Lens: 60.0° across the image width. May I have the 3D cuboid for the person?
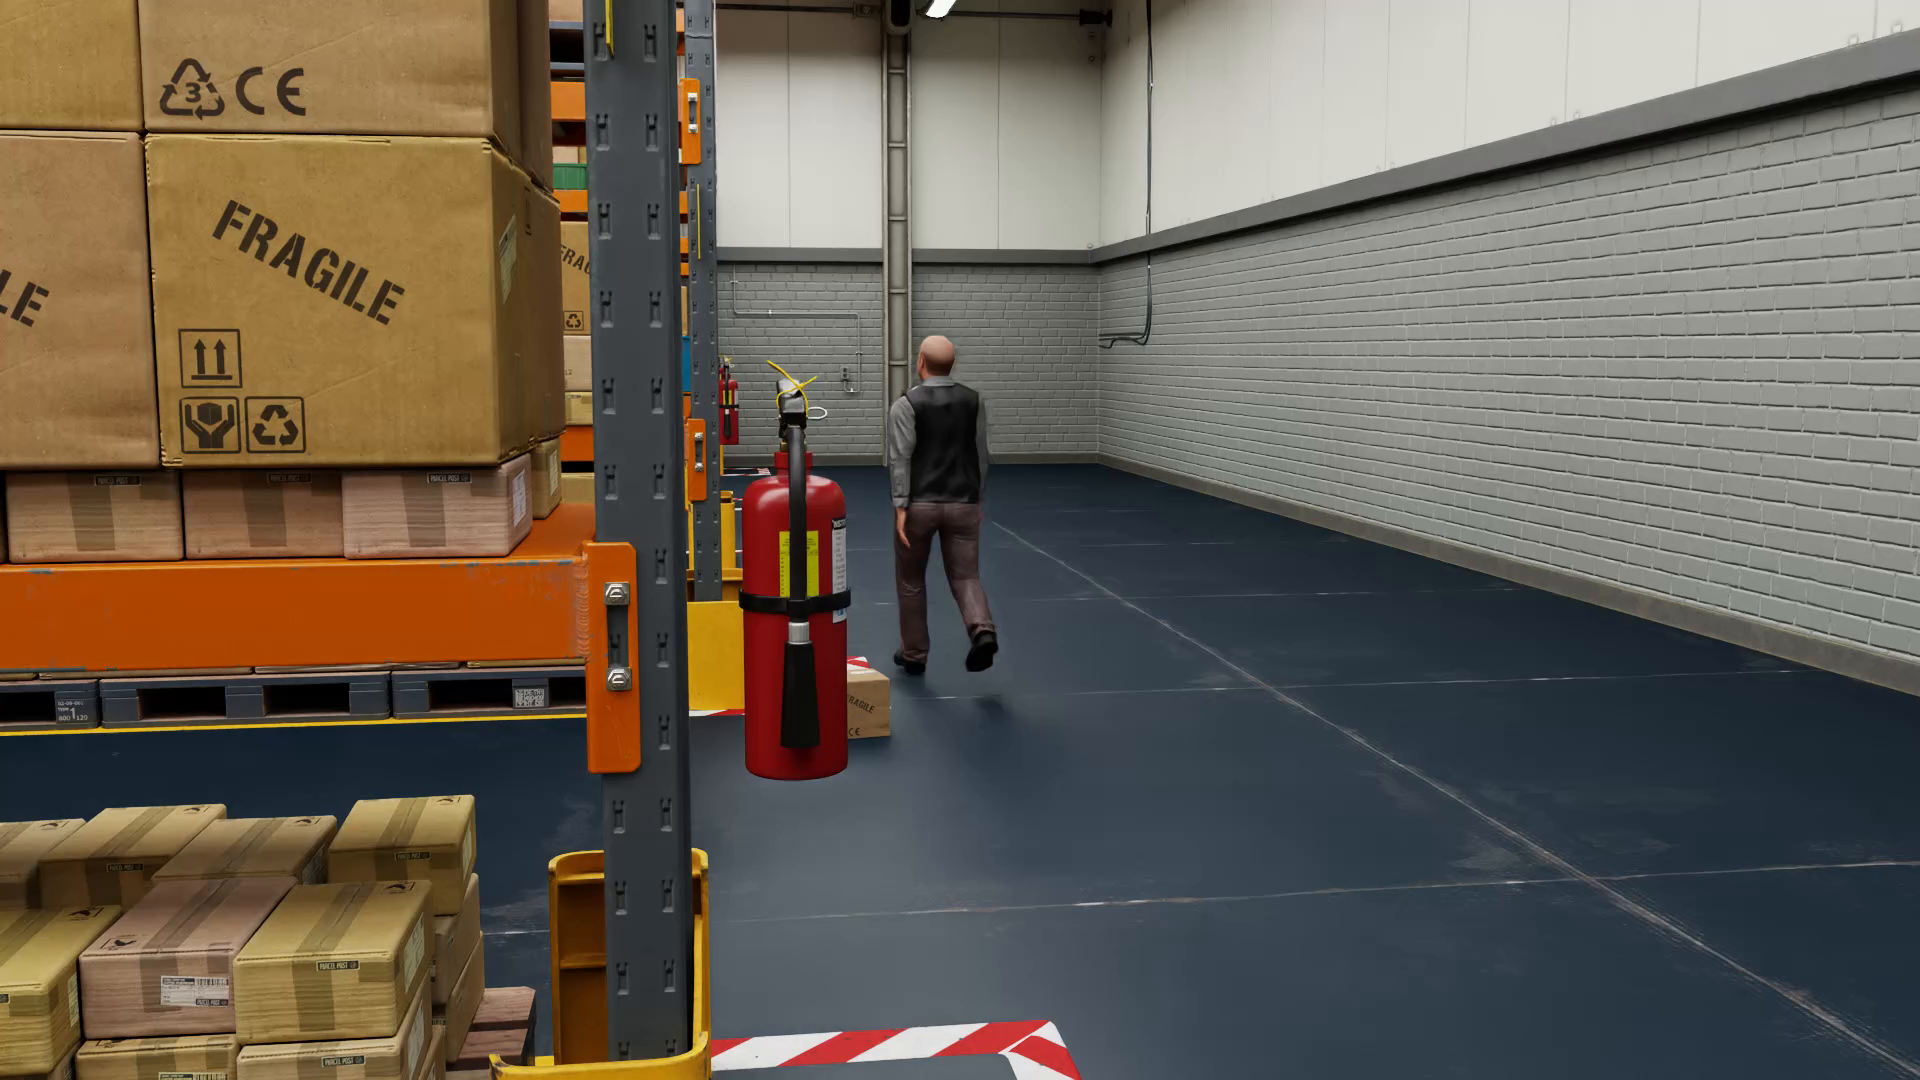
[{"bbox_3d":[-0.097,-0.153,8.166,0.532,1.694,0.905,-2,7,-19],"label":"person"}]
